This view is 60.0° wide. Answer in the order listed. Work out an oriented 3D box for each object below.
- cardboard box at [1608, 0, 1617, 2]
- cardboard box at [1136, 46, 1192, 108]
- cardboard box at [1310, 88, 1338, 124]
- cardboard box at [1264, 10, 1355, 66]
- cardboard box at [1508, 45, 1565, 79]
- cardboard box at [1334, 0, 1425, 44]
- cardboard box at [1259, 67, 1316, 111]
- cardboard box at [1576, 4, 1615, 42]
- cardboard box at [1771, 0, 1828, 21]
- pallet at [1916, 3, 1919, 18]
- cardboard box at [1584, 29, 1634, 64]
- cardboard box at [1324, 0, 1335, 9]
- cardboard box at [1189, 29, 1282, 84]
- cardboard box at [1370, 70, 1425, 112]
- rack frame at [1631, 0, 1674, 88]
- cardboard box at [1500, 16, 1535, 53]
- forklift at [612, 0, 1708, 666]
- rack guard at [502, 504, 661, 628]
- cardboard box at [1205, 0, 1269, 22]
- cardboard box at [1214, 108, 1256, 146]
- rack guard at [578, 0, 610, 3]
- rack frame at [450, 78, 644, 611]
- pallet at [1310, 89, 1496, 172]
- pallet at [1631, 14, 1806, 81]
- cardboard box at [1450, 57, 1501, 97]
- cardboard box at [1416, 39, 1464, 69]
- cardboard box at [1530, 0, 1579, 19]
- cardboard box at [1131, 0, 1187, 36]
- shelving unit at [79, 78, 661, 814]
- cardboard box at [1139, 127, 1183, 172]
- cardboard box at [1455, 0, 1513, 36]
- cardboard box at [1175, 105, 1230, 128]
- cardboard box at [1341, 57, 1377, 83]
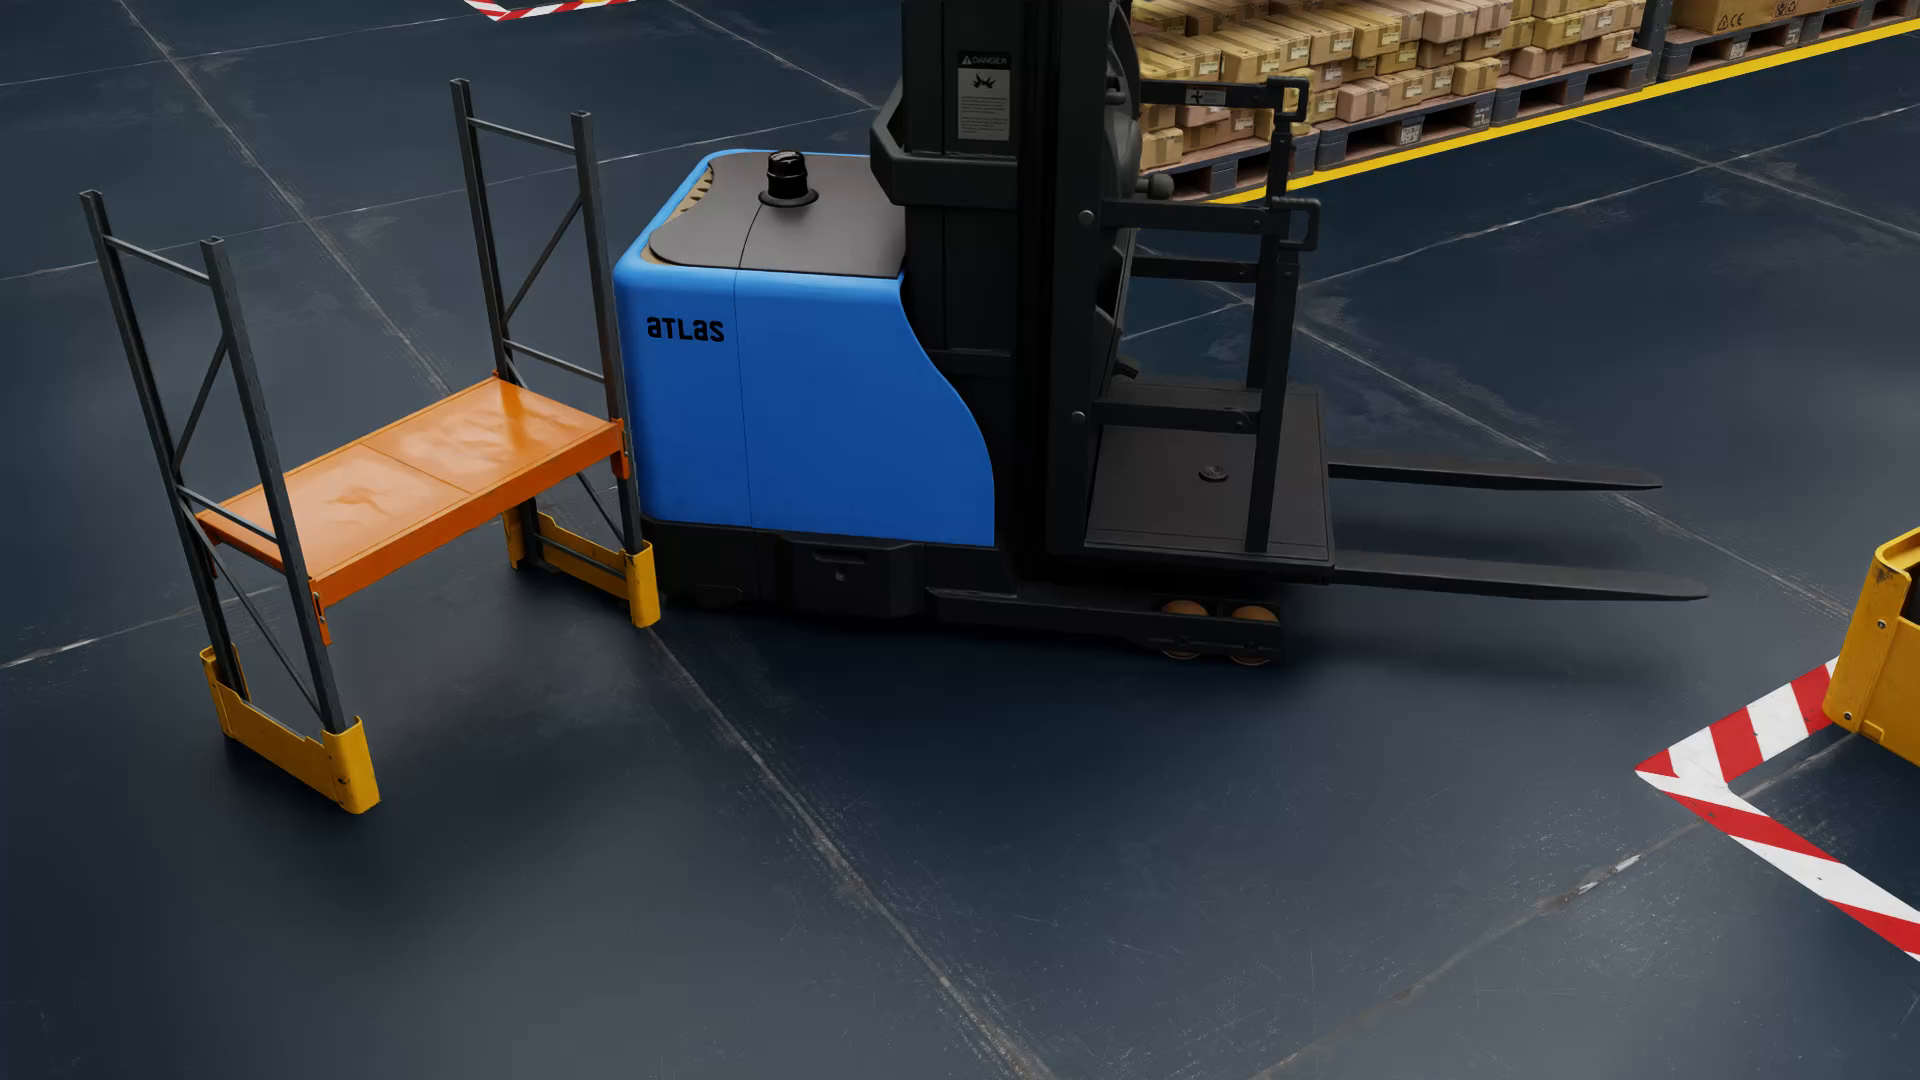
[{"bbox_3d":[3.398,-3.017,8.942,0.250,0.149,0.380,-18,36,-26],"label":"cardboard box"},{"bbox_3d":[0.818,-2.079,7.456,0.250,0.149,0.380,-21,38,-29],"label":"cardboard box"},{"bbox_3d":[1.625,-2.165,8.149,0.250,0.149,0.380,-19,37,-27],"label":"cardboard box"},{"bbox_3d":[1.668,-2.413,7.985,0.250,0.149,0.380,-17,36,-25],"label":"cardboard box"},{"bbox_3d":[2.960,-2.576,8.800,0.250,0.149,0.380,-20,38,-29],"label":"cardboard box"},{"bbox_3d":[2.073,-2.584,8.256,0.250,0.149,0.380,-19,37,-27],"label":"cardboard box"},{"bbox_3d":[1.466,-2.180,7.895,0.250,0.149,0.380,-18,36,-26],"label":"cardboard box"},{"bbox_3d":[3.242,-2.793,8.866,0.250,0.149,0.380,-21,38,-29],"label":"cardboard box"},{"bbox_3d":[4.764,-3.382,9.749,0.500,0.500,0.500,-17,36,-25],"label":"cardboard box"},{"bbox_3d":[6.260,-3.765,11.020,1.213,0.211,1.003,-19,37,-27],"label":"pallet"},{"bbox_3d":[3.411,-2.719,9.027,0.250,0.149,0.380,-18,37,-27],"label":"cardboard box"},{"bbox_3d":[1.827,-2.789,8.581,0.250,0.149,0.380,-19,37,-27],"label":"cardboard box"},{"bbox_3d":[1.266,-2.228,7.692,0.250,0.149,0.380,-19,37,-27],"label":"cardboard box"},{"bbox_3d":[2.100,-2.290,8.347,0.250,0.149,0.380,-19,37,-27],"label":"cardboard box"},{"bbox_3d":[3.556,-4.013,8.800,0.127,3.000,1.000,-19,37,-27],"label":"rack frame"},{"bbox_3d":[2.763,-2.679,8.686,0.250,0.149,0.380,-19,37,-27],"label":"cardboard box"},{"bbox_3d":[0.617,-1.191,4.390,3.031,2.935,1.130,5,33,7],"label":"forklift"},{"bbox_3d":[-1.133,0.046,4.943,0.587,0.250,0.087,21,38,30],"label":"rack guard"},{"bbox_3d":[1.340,-2.675,8.399,0.250,0.149,0.380,-18,36,-26],"label":"cardboard box"},{"bbox_3d":[1.188,-2.024,7.925,0.250,0.149,0.380,-19,37,-27],"label":"cardboard box"},{"bbox_3d":[-2.593,-3.983,11.096,0.348,0.500,1.175,-19,37,-27],"label":"rack guard"},{"bbox_3d":[-1.121,-0.491,4.623,0.500,1.500,0.032,21,38,30],"label":"rack frame"},{"bbox_3d":[1.984,-2.269,8.649,1.213,0.211,1.003,-19,37,-27],"label":"pallet"},{"bbox_3d":[4.209,-3.059,9.902,1.213,0.211,1.003,-19,37,-27],"label":"pallet"},{"bbox_3d":[2.541,-2.419,8.552,0.250,0.149,0.380,-19,37,-27],"label":"cardboard box"},{"bbox_3d":[2.323,-2.528,8.447,0.250,0.149,0.380,-21,38,-29],"label":"cardboard box"},{"bbox_3d":[2.999,-2.850,8.677,0.250,0.149,0.380,-19,37,-28],"label":"cardboard box"},{"bbox_3d":[0.892,-2.526,8.163,0.250,0.149,0.380,-20,37,-28],"label":"cardboard box"},{"bbox_3d":[-1.426,-0.268,4.269,0.587,1.500,1.083,21,38,30],"label":"shelving unit"},{"bbox_3d":[0.807,-1.836,7.628,0.250,0.149,0.380,-18,37,-26],"label":"cardboard box"},{"bbox_3d":[2.561,-2.690,8.424,0.250,0.149,0.380,-21,38,-30],"label":"cardboard box"},{"bbox_3d":[1.034,-2.045,7.679,0.250,0.149,0.380,-19,37,-27],"label":"cardboard box"},{"bbox_3d":[1.843,-2.397,8.238,0.250,0.149,0.380,-17,36,-25],"label":"cardboard box"}]
